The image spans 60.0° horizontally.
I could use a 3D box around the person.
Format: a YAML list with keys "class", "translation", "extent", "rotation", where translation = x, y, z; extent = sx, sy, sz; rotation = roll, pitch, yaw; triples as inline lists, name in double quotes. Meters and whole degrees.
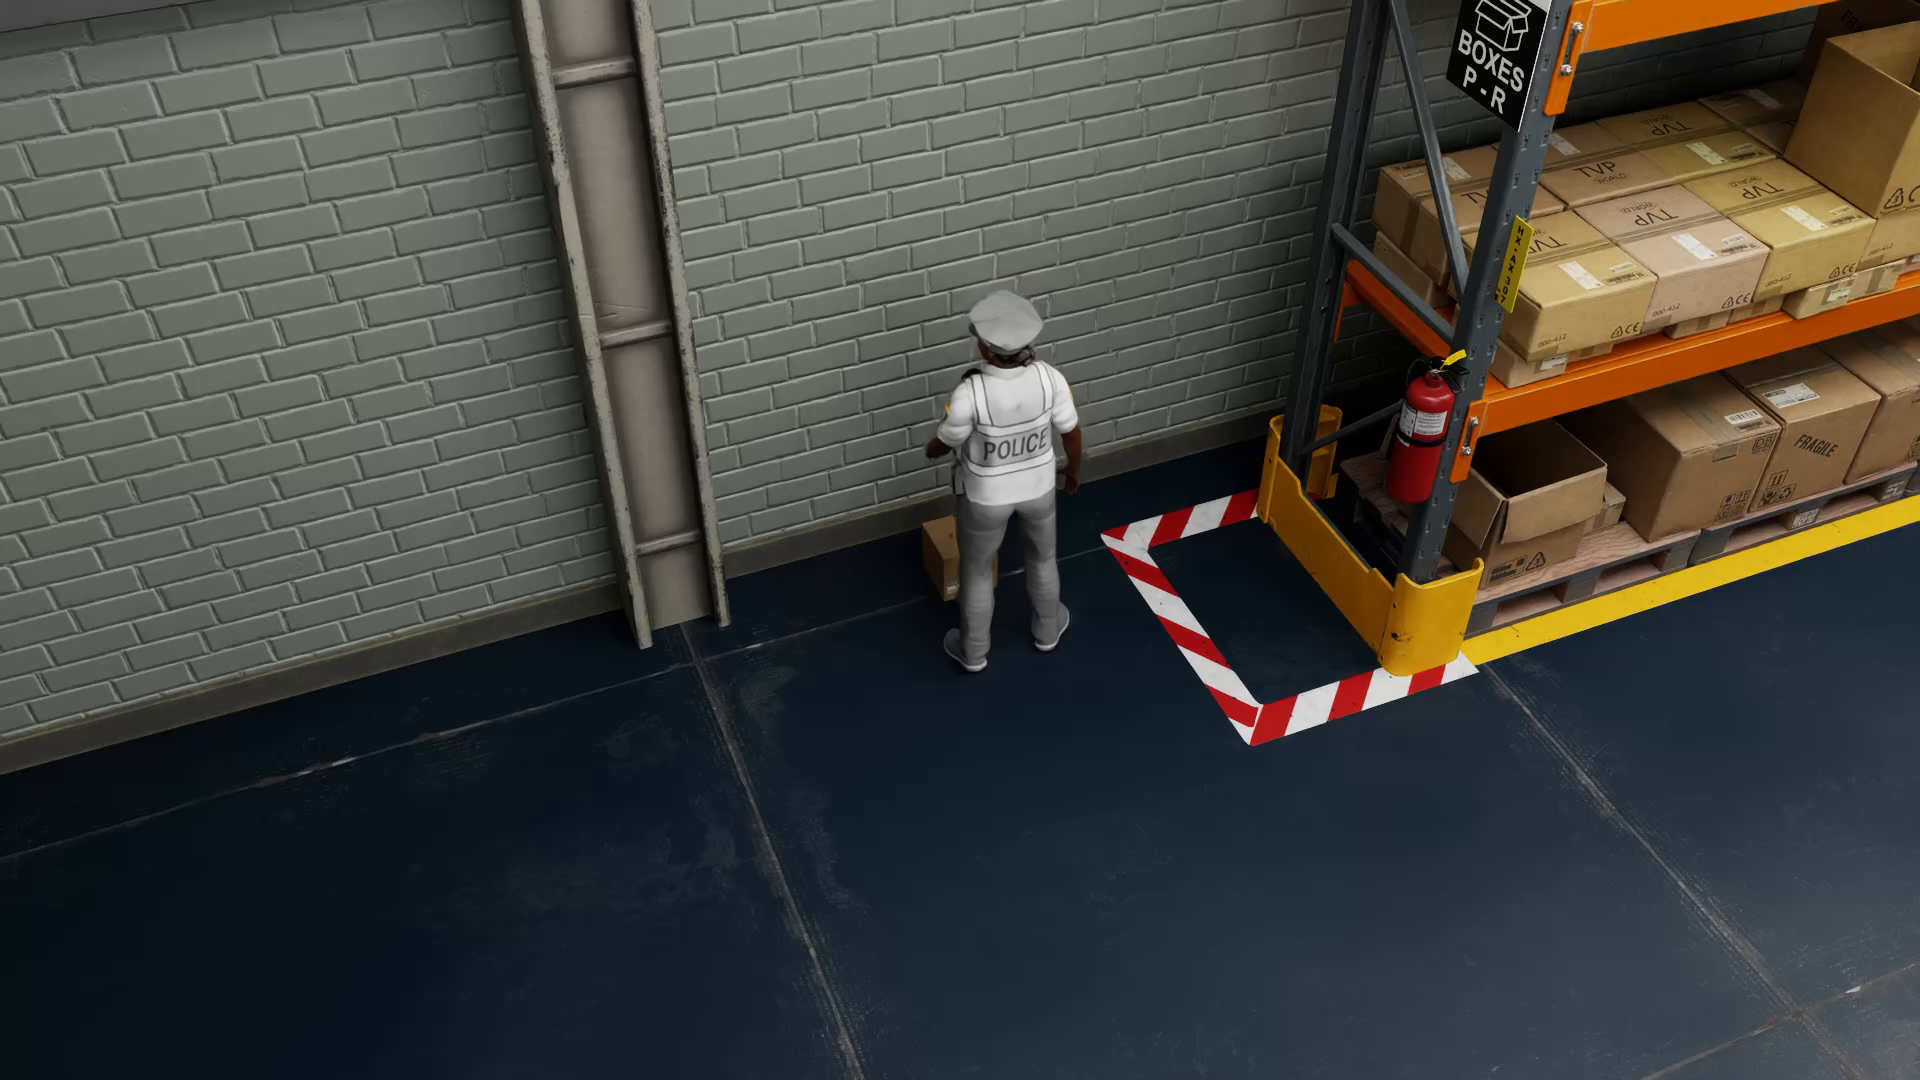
- class: "person"
  translation: [0.165, -0.241, 6.410]
  extent: [0.609, 1.719, 0.496]
  rotation: [-12, 43, -13]
